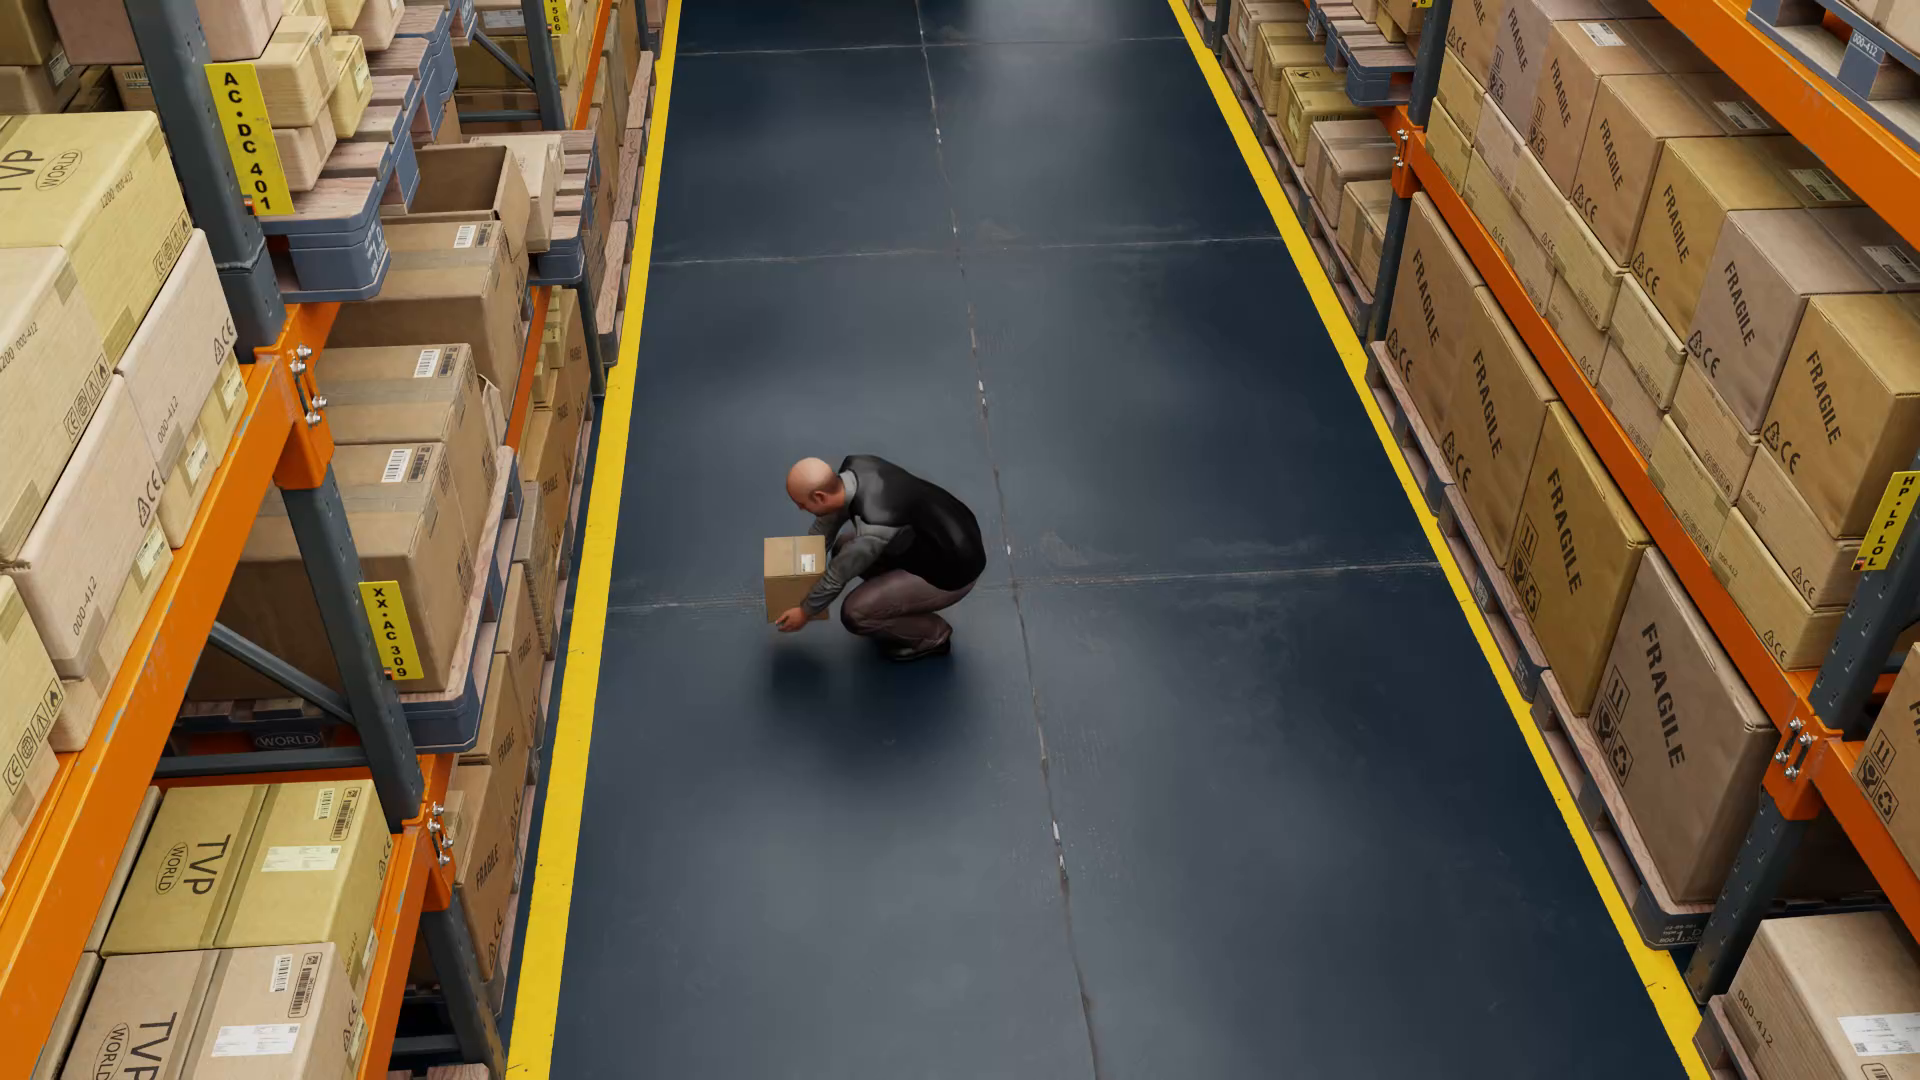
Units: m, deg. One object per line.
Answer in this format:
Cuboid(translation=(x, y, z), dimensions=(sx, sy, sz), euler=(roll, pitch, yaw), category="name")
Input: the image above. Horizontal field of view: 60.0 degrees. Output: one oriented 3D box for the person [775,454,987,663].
Cuboid(translation=(-0.332, 0.067, 6.781), dimensions=(0.869, 0.869, 0.520), euler=(-3, 39, -4), category="person")
